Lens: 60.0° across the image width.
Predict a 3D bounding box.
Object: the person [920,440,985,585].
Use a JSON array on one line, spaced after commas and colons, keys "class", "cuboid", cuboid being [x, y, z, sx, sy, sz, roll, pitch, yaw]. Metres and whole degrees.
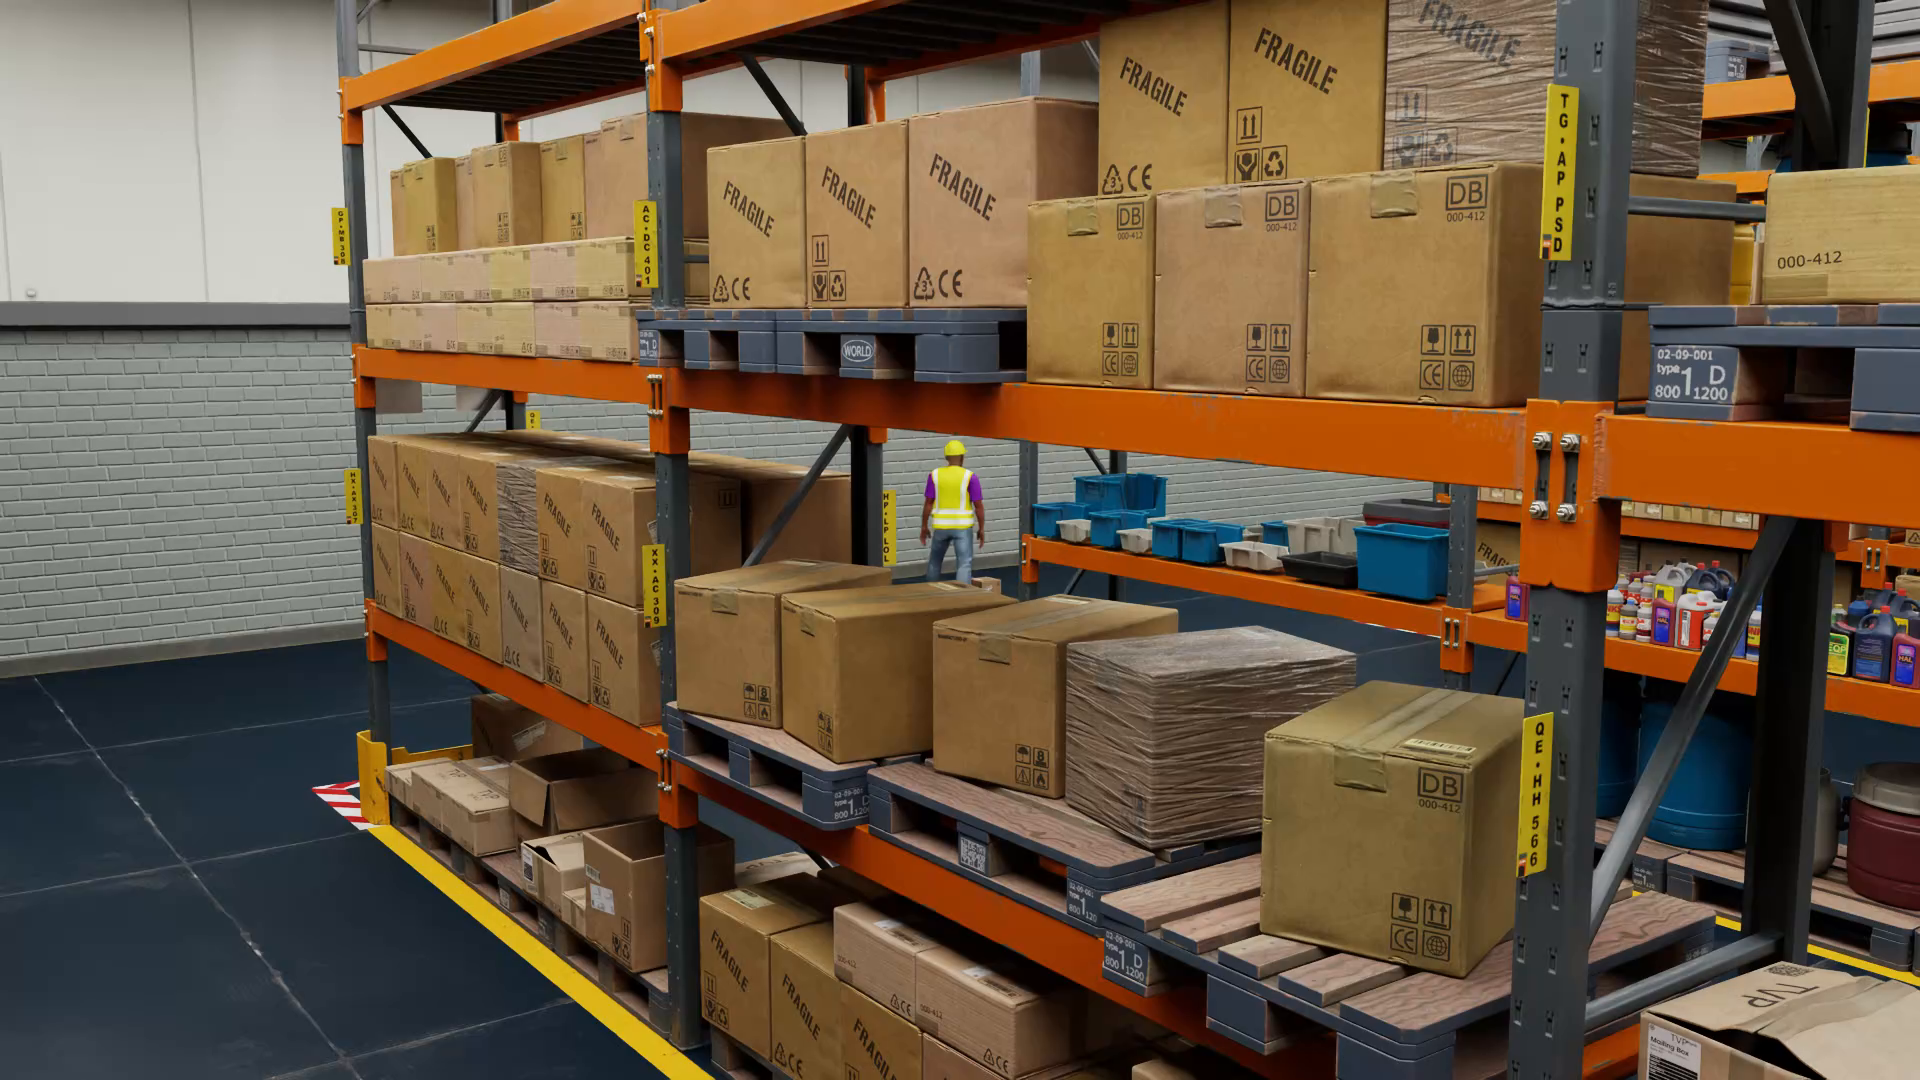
[{"class": "person", "cuboid": [-0.089, -0.144, 16.739, 0.764, 1.728, 0.847, 2, 8, 16]}]
